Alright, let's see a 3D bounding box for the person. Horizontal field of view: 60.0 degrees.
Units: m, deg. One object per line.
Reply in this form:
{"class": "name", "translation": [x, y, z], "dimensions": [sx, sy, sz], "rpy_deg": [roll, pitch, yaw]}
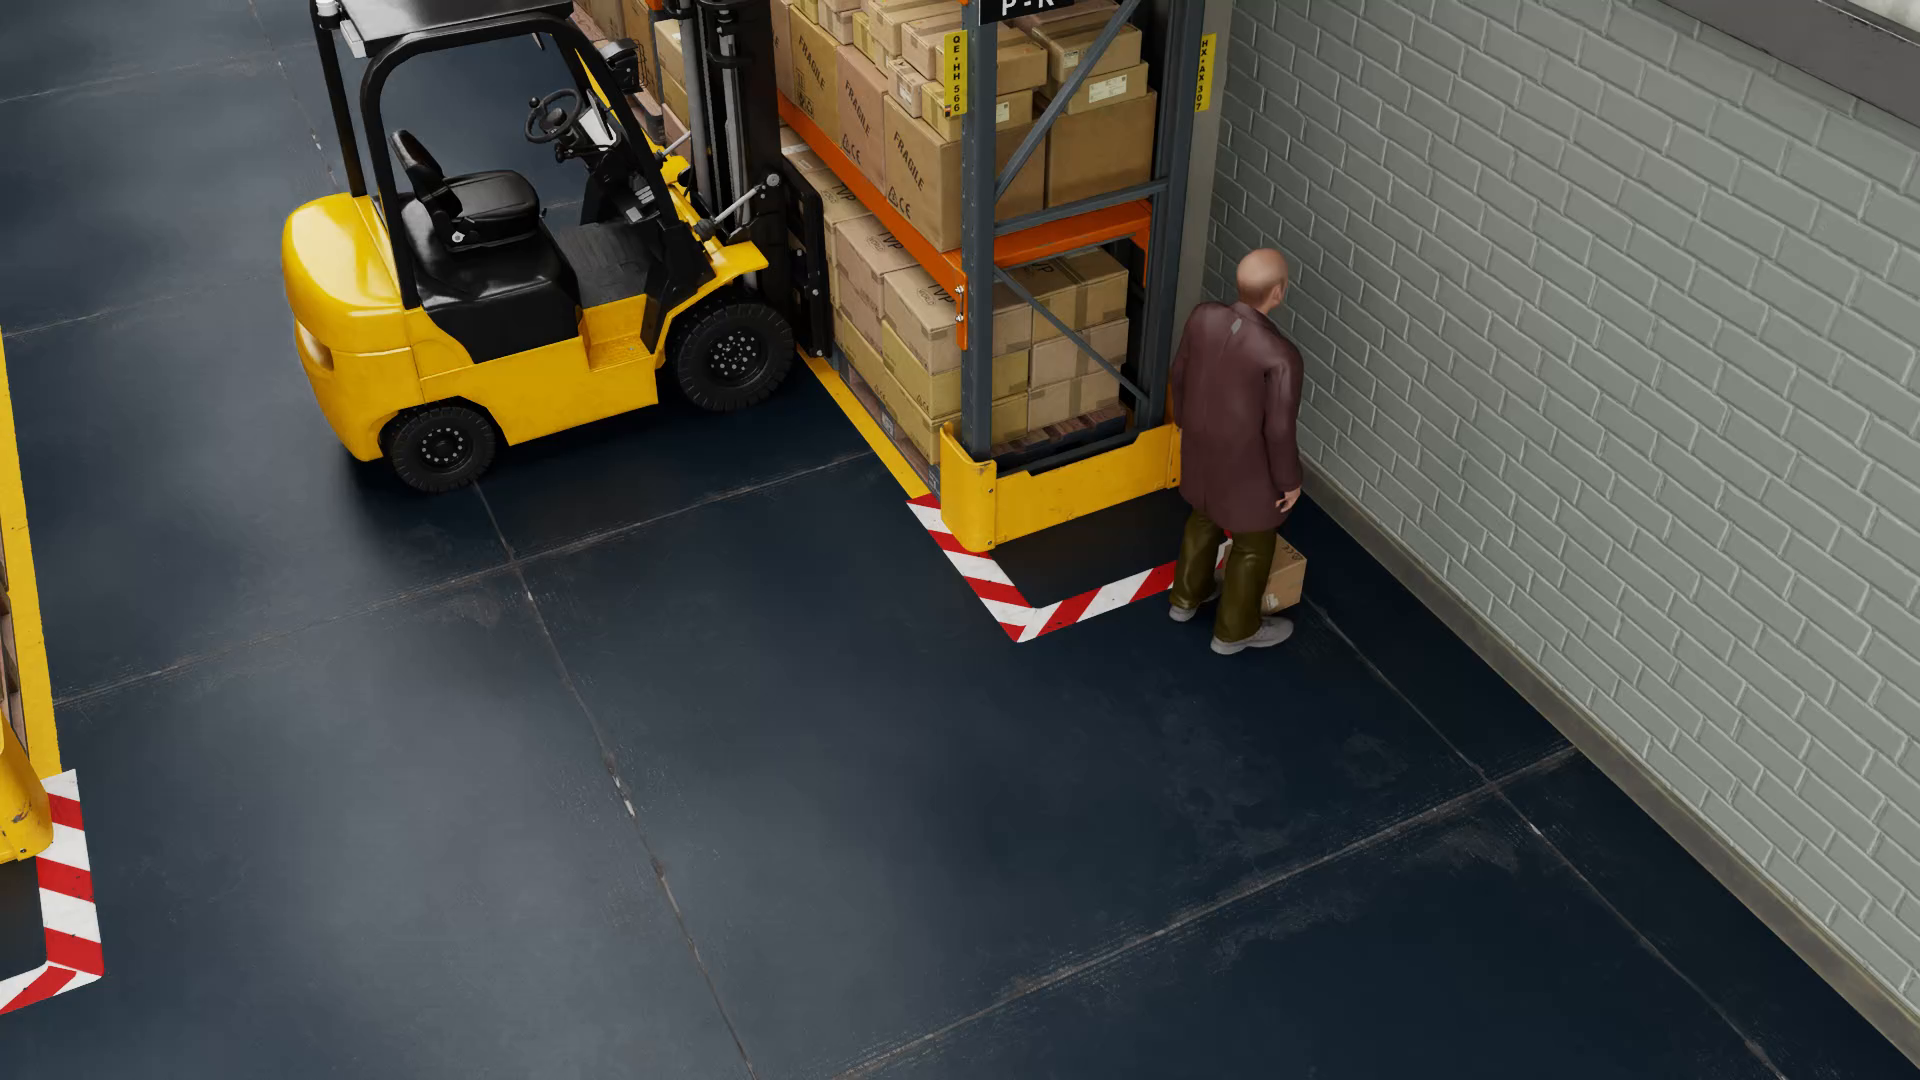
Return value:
{"class": "person", "translation": [1.086, -0.345, 6.570], "dimensions": [0.429, 1.773, 0.652], "rpy_deg": [-27, 48, -28]}
